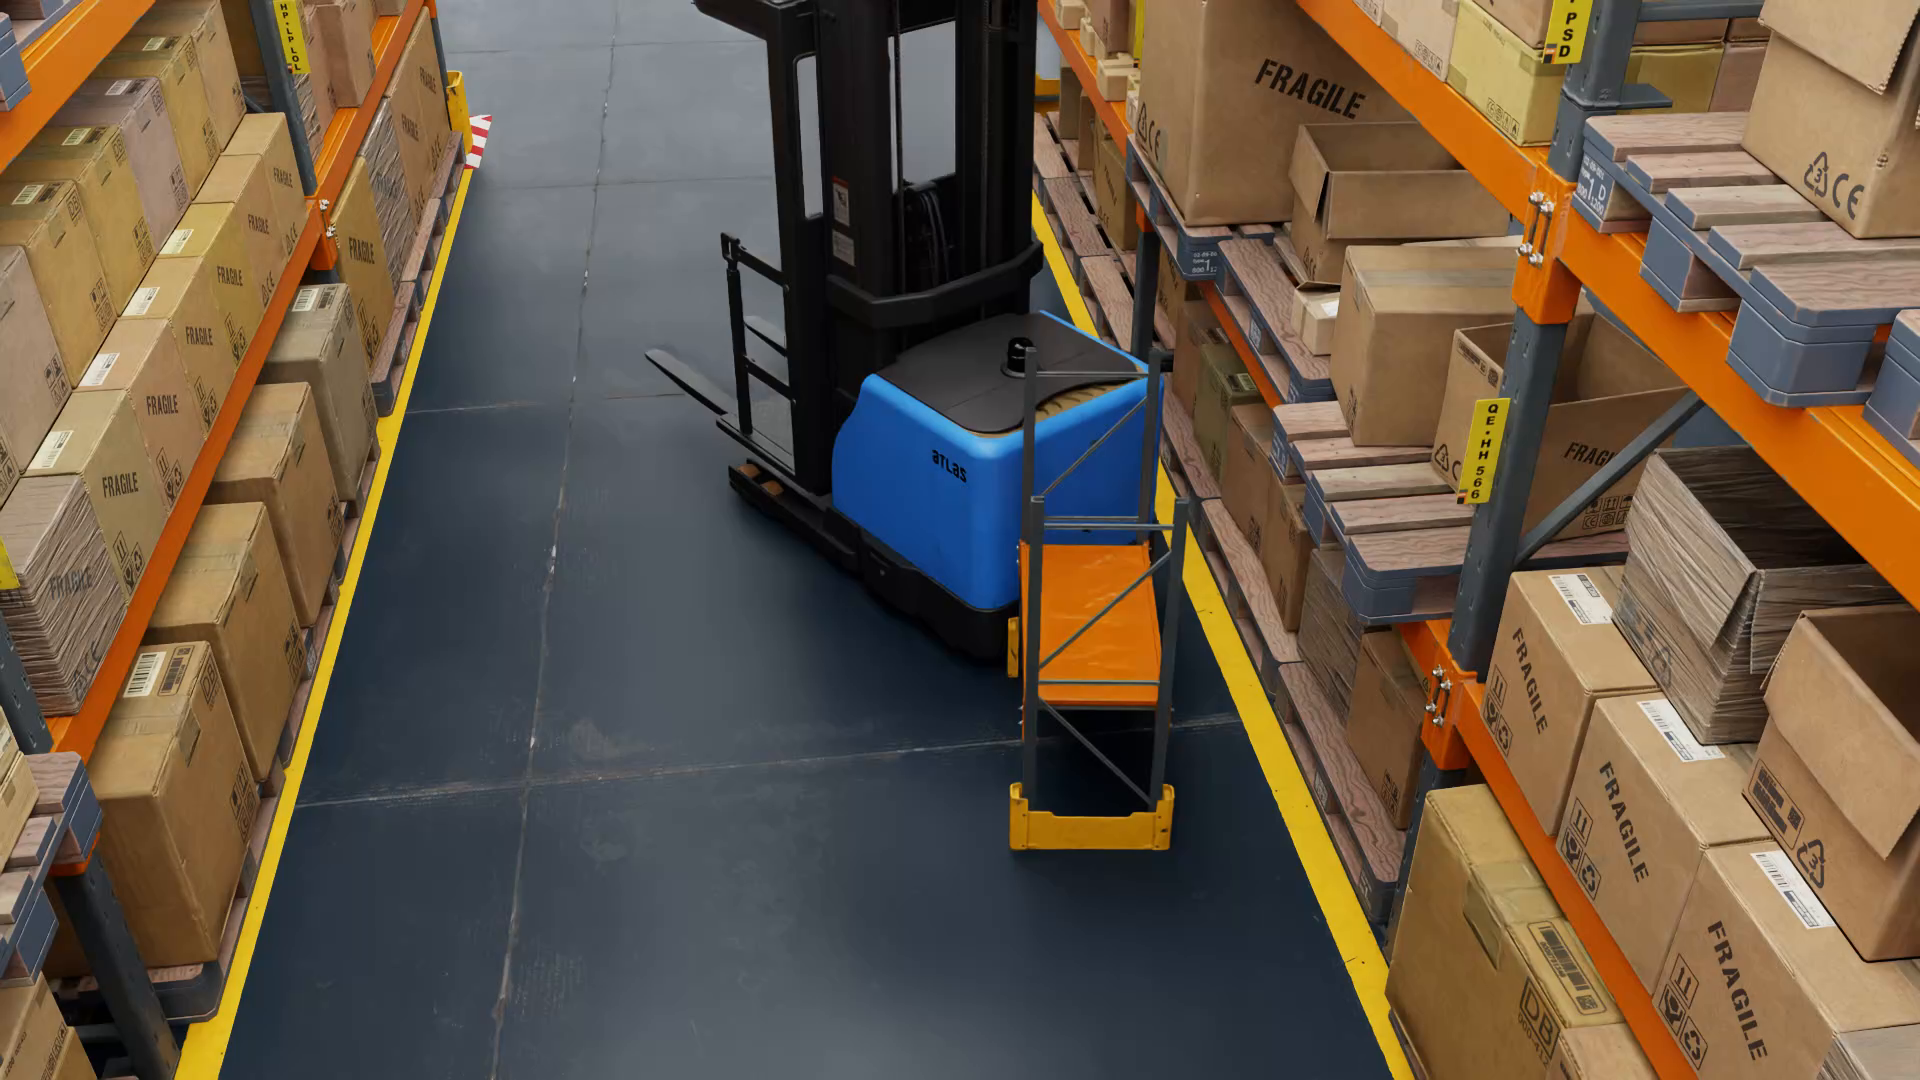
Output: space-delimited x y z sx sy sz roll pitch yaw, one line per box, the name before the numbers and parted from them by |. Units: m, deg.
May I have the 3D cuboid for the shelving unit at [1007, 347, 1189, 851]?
shelving unit | 0.484 0.210 6.109 0.587 1.500 1.083 1 34 1

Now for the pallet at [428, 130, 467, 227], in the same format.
pallet | -3.873 -2.389 11.069 1.003 0.211 1.213 -4 35 -6

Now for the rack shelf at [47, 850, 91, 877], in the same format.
rack shelf | -2.713 1.896 2.943 1.077 0.370 4.000 -4 35 -6

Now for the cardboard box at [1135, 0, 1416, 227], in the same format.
cardboard box | 1.377 -2.036 7.169 1.000 1.000 1.000 -4 34 -6

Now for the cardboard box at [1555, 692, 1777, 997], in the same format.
cardboard box | 1.814 0.701 3.969 0.500 0.500 0.500 -5 35 -8

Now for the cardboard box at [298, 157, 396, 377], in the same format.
cardboard box | -3.535 -1.402 8.657 0.875 0.875 0.875 -4 34 -6

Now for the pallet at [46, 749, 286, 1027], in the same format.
pallet | -3.013 1.189 5.818 1.003 0.211 1.213 -4 35 -6

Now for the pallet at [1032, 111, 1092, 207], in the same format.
pallet | 0.955 -2.650 11.452 1.003 0.211 1.213 -4 35 -6

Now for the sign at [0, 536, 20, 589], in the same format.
sign | -2.446 -0.010 4.143 0.100 0.325 0.005 -4 35 -6

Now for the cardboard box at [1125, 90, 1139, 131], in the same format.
cardboard box | 1.064 -2.203 8.542 0.380 0.149 0.250 -4 35 -6

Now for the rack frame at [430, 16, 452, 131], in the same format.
rack frame | -4.058 -3.982 10.929 1.000 3.000 0.127 -4 35 -6

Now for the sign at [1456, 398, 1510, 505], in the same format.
sign | 1.410 -0.236 4.475 0.100 0.325 0.005 -4 35 -6

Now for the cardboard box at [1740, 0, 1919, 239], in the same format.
cardboard box | 2.100 -0.958 3.363 0.797 0.503 0.637 -2 34 -4

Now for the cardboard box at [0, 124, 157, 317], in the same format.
cardboard box | -3.242 -1.077 5.690 0.700 0.500 0.500 -5 35 -7

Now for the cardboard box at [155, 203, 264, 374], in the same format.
cardboard box | -3.049 -0.956 6.401 0.500 0.500 0.500 -4 34 -6

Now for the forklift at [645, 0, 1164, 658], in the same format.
forklift | -0.458 -1.485 7.327 1.130 2.935 3.031 -25 41 -32

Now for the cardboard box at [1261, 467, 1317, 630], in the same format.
cardboard box | 1.666 0.017 6.890 0.700 0.500 0.500 -2 34 -2

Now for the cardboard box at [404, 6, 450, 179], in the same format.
cardboard box | -3.901 -2.904 10.862 0.875 0.875 0.875 -4 34 -6

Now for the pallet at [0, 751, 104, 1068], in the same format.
pallet | -2.781 0.951 3.861 1.213 0.211 1.003 -4 35 -6

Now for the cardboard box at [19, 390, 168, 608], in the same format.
cardboard box | -2.846 -0.113 5.164 0.500 0.500 0.500 -5 35 -7

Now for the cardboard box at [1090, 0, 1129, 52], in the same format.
cardboard box | 1.210 -3.042 9.197 0.875 0.500 0.500 -4 35 -6

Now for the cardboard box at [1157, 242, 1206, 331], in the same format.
cardboard box | 1.394 -1.436 9.040 0.500 0.500 0.500 -5 35 -8

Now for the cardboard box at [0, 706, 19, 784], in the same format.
cardboard box | -2.464 0.531 3.893 0.380 0.149 0.250 -4 34 -5

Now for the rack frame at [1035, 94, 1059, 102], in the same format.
rack frame | 0.870 -4.301 11.398 1.000 3.000 0.127 -4 35 -6

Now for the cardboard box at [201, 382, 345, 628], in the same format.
cardboard box | -3.221 -0.115 6.881 1.050 0.750 0.750 -4 35 -6

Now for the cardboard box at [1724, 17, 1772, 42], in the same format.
cardboard box | 2.138 -1.606 4.247 0.500 0.500 0.500 -4 34 -6

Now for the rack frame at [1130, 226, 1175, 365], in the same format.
rack frame | 1.408 -2.069 8.122 1.000 3.000 0.127 -4 35 -6

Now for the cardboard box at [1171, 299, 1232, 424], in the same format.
cardboard box | 1.470 -0.874 8.197 0.700 0.500 0.500 -7 35 -10

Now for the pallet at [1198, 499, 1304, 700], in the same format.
pallet | 1.682 0.200 7.269 1.003 0.211 1.213 -4 35 -6

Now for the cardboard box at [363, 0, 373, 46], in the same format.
cardboard box | -3.804 -2.920 9.238 0.875 0.550 0.500 -4 35 -6

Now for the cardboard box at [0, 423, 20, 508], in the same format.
cardboard box | -3.033 -0.223 4.438 0.700 0.500 0.500 -5 35 -7

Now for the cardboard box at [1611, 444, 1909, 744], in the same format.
cardboard box | 2.029 0.117 3.936 0.797 0.503 0.637 -3 34 -5

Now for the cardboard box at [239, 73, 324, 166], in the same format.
cardboard box | -3.582 -2.017 7.913 0.875 0.550 0.550 -4 35 -6

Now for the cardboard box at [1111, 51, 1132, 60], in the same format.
cardboard box | 1.043 -2.628 9.165 0.380 0.149 0.250 -4 35 -6

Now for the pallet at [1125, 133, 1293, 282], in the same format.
pallet | 1.367 -1.552 7.534 1.003 0.211 1.213 -4 35 -6

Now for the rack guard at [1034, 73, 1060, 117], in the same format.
rack guard | 0.881 -3.226 12.040 1.175 0.500 0.348 -4 35 -6

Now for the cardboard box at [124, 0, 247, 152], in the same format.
cardboard box | -3.447 -1.928 6.938 0.700 0.500 0.500 -5 35 -7

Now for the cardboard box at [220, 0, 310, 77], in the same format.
cardboard box | -3.536 -2.466 7.614 0.875 0.550 0.550 -4 35 -6

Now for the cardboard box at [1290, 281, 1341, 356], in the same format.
cardboard box | 1.455 -0.865 6.102 0.396 0.266 0.258 -5 35 -8

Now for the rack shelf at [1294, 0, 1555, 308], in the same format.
rack shelf | 1.677 -1.895 5.843 1.077 0.370 4.000 -4 35 -6

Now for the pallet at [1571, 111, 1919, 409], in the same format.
pallet | 2.086 -0.643 3.534 1.213 0.211 1.003 -3 34 -4

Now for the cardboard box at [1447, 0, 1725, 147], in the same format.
cardboard box | 1.639 -1.261 4.407 0.500 0.250 0.500 -4 35 -6

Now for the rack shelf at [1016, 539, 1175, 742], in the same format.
rack shelf | 0.484 0.354 6.218 0.538 0.185 1.000 1 34 1

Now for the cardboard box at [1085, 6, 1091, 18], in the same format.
cardboard box | 0.943 -3.046 9.780 0.380 0.149 0.250 -4 35 -6

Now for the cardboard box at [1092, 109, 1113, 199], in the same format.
cardboard box | 1.118 -2.410 10.470 0.500 0.500 0.500 -1 34 -2
